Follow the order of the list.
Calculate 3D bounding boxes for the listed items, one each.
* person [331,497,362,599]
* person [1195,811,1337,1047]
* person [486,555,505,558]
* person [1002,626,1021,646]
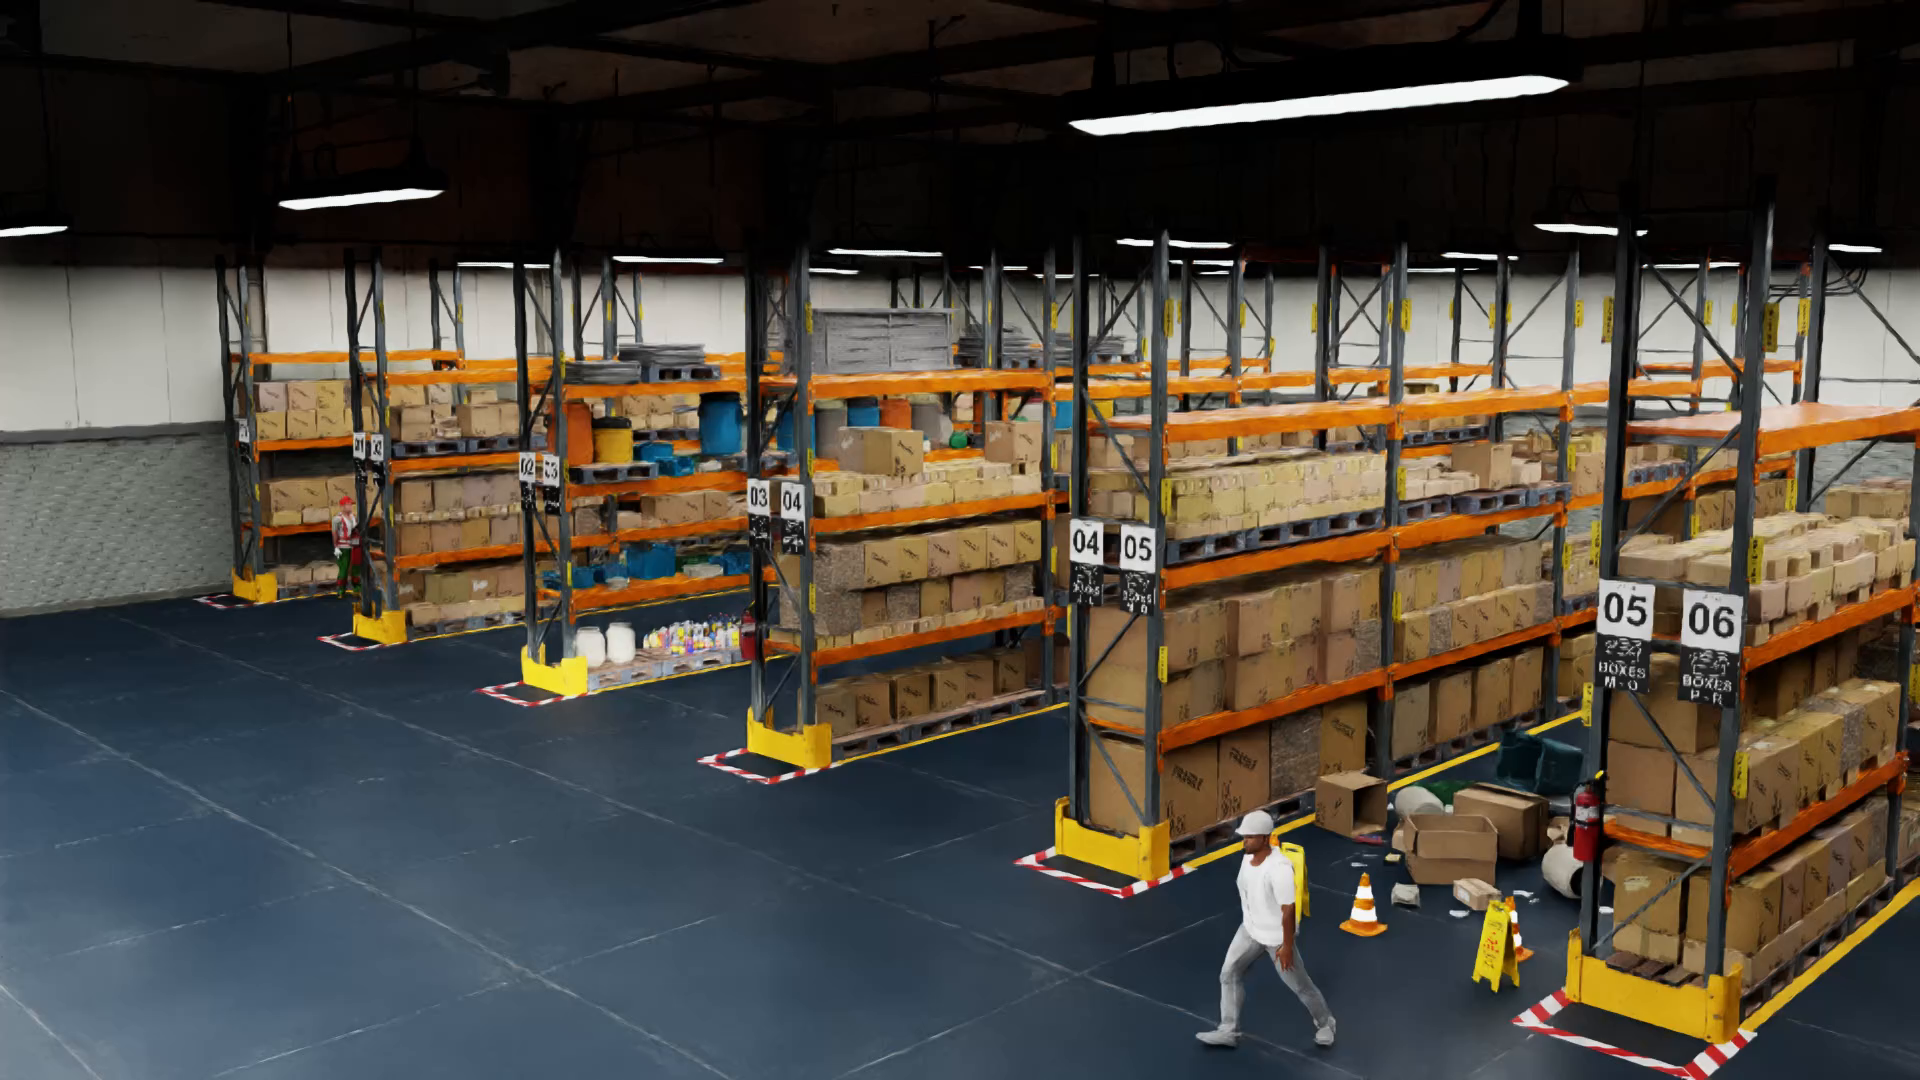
[{"bbox_3d":[-10.717,0.125,29.215,0.395,1.792,0.661,5,9,30],"label":"person"},{"bbox_3d":[2.166,2.706,11.544,0.971,1.712,0.618,-4,9,-24],"label":"person"},{"bbox_3d":[-8.101,0.214,28.969,0.677,1.742,0.552,8,11,43],"label":"person"},{"bbox_3d":[0.646,0.886,24.922,0.815,1.530,0.562,-7,10,-39],"label":"person"}]
